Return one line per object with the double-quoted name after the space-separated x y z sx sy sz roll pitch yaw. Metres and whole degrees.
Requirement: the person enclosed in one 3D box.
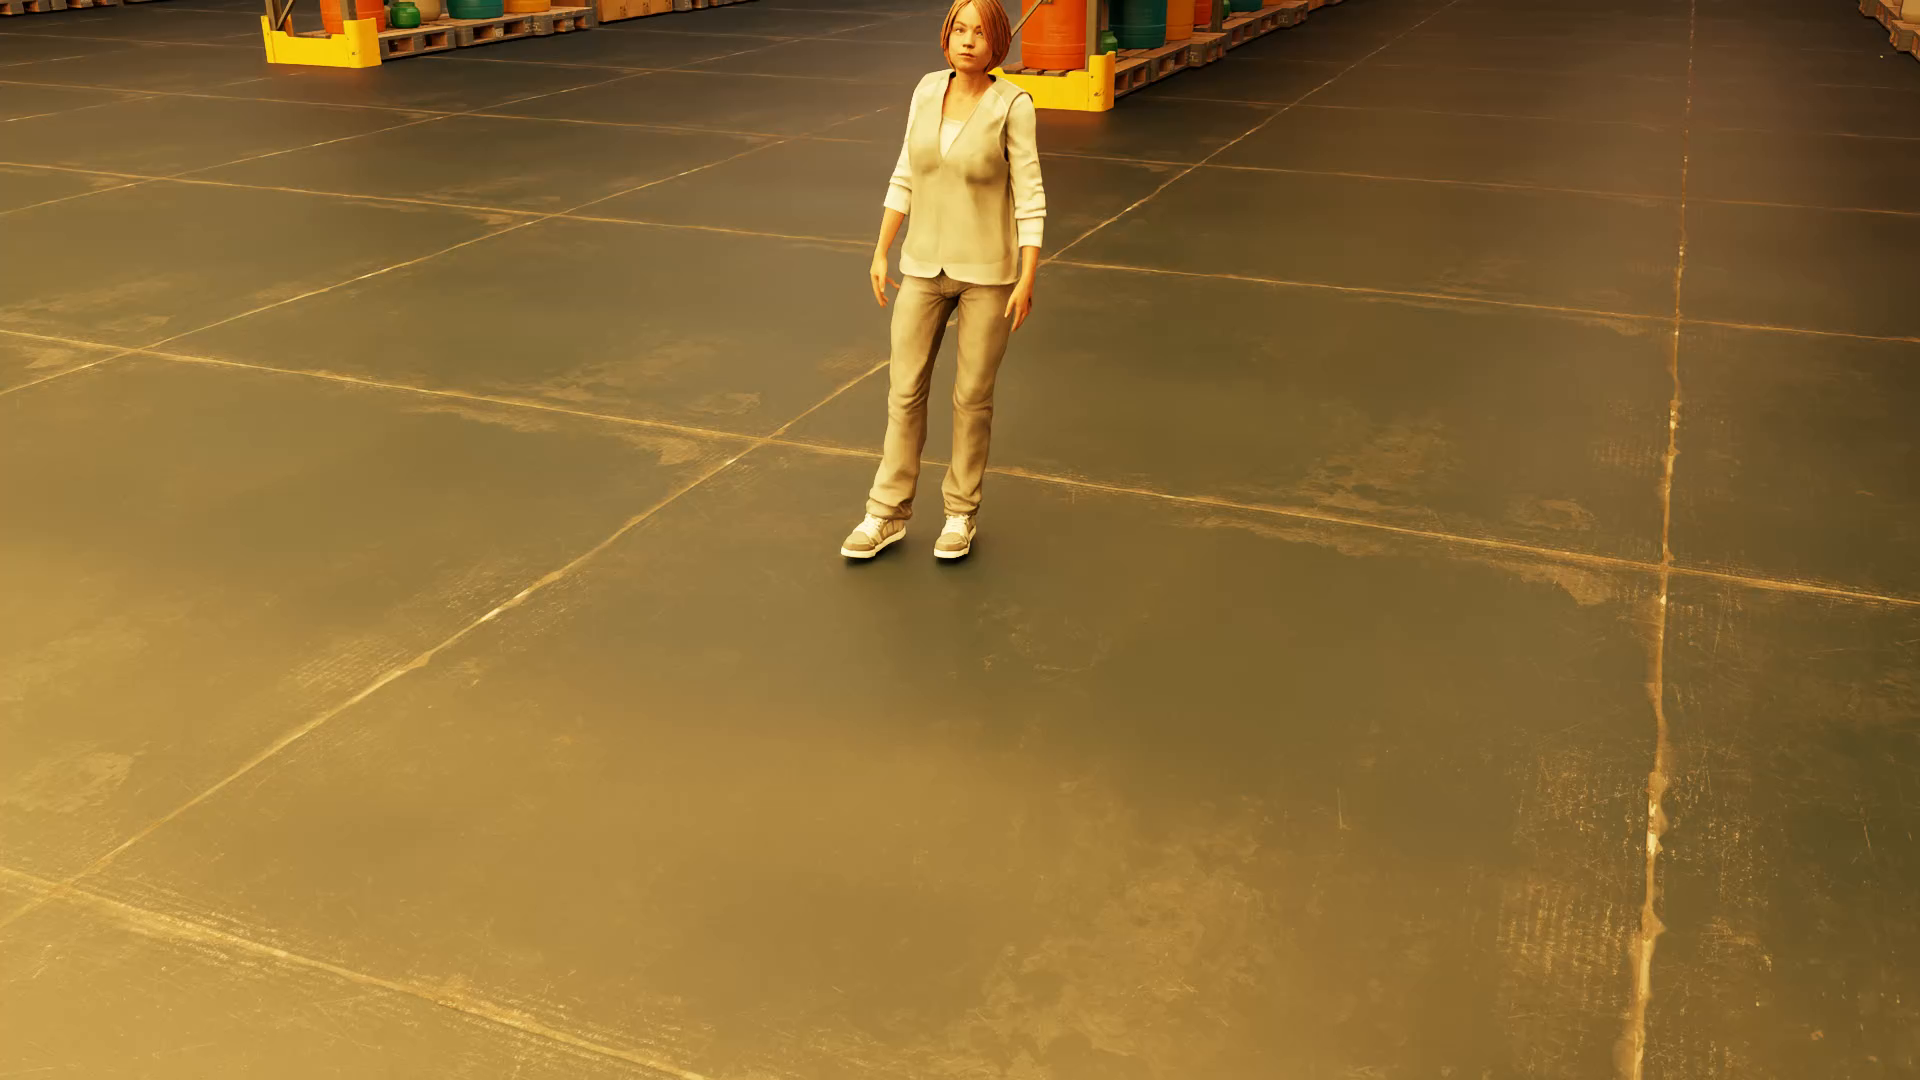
-0.041 -0.719 4.723 0.521 1.599 0.473 9 24 21 "person"
